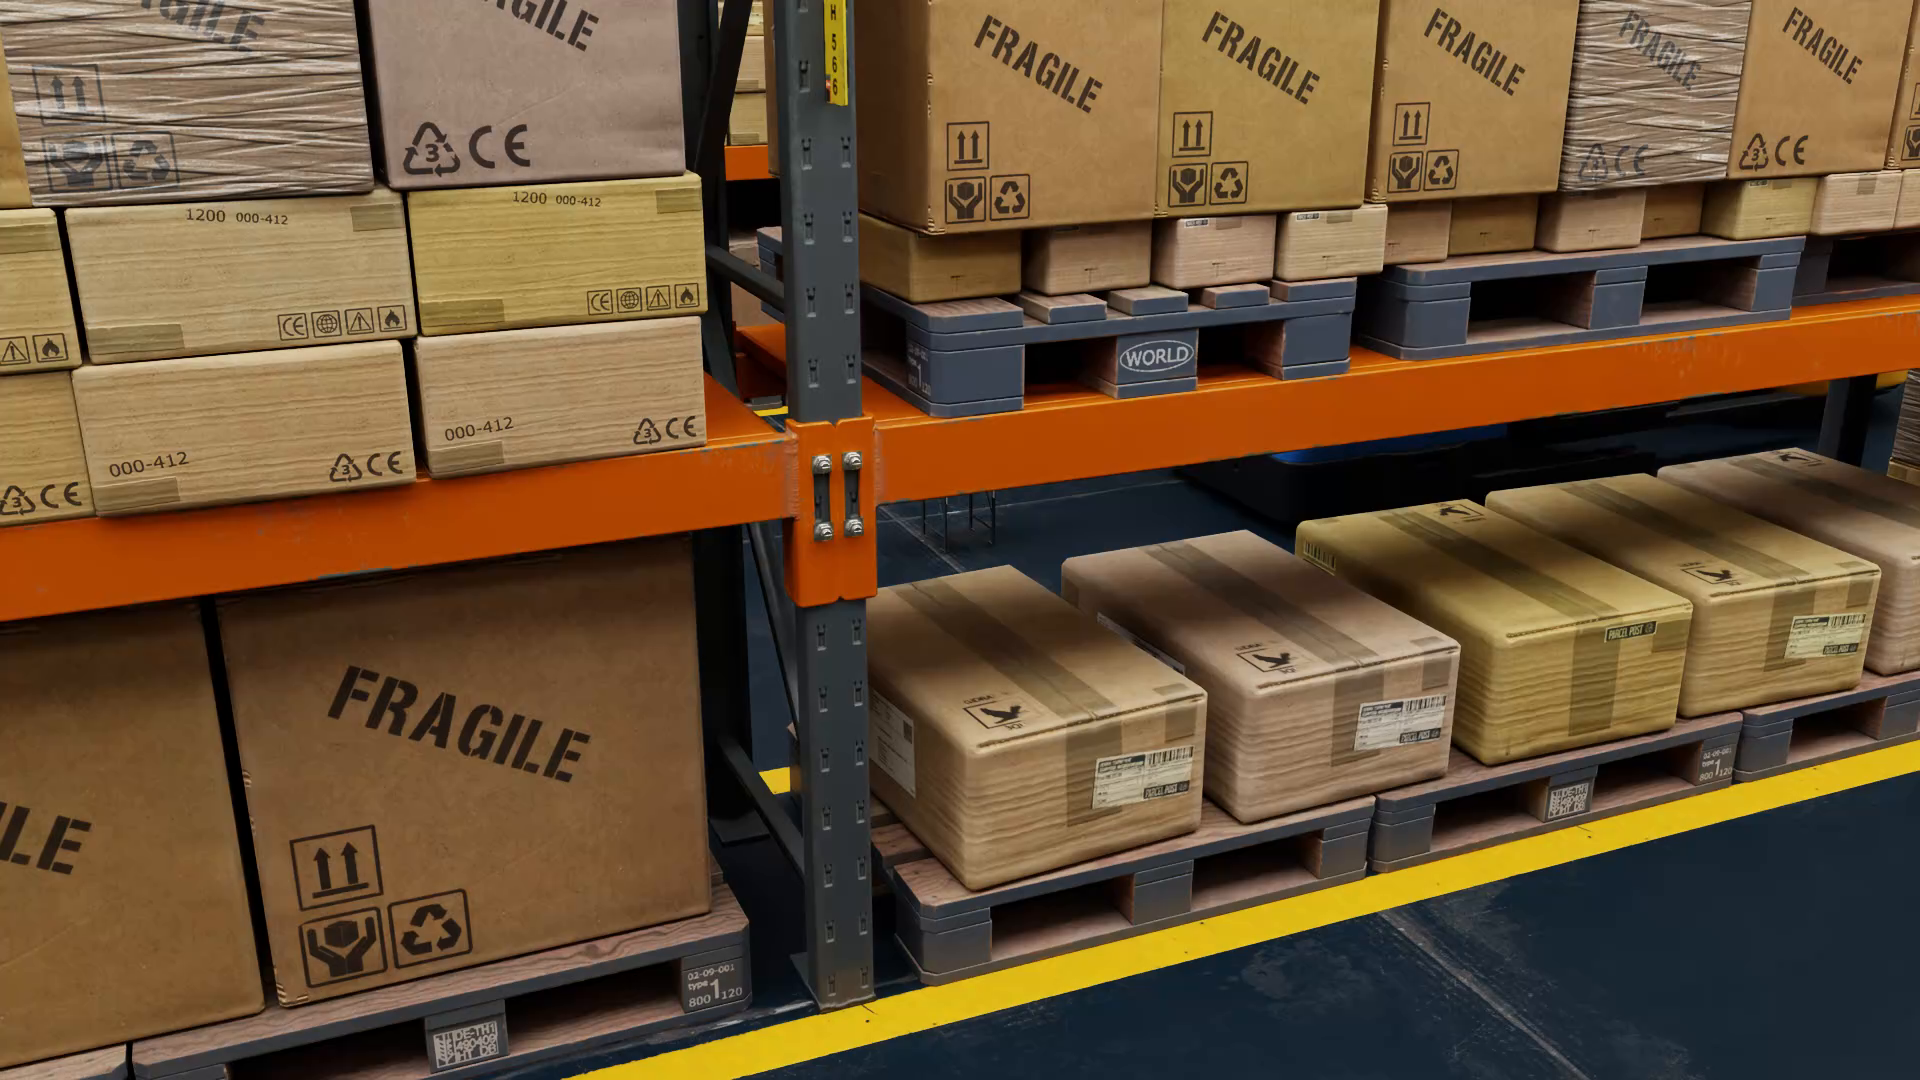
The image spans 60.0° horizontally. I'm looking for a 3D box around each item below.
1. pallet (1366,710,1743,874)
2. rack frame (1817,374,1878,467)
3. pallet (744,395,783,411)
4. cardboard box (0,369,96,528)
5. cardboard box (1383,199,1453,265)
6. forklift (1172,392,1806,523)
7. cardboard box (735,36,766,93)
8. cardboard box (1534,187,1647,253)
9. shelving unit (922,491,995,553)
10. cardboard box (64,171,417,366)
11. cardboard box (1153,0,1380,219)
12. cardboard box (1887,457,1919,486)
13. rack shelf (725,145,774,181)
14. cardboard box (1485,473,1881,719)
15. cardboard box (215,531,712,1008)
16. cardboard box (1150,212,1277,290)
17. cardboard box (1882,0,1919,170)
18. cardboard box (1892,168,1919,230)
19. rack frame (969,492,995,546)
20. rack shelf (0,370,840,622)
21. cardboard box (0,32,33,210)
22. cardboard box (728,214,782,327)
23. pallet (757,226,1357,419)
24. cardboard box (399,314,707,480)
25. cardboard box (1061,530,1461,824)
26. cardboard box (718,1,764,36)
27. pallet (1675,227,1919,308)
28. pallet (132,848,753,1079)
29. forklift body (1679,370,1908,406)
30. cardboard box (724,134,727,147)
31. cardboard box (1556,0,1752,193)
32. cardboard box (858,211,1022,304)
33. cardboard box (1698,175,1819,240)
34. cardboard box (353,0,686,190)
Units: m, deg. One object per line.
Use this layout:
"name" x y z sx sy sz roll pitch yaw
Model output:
"pallet" 1.396 0.507 4.765 1.213 0.211 1.003 -8 21 -22
"rack frame" 3.232 -1.073 5.054 0.127 3.000 1.000 -8 21 -22
"pallet" -1.639 -0.841 8.594 1.213 0.211 1.003 -8 21 -22
"cardboard box" -1.734 -0.197 2.792 0.500 0.250 0.500 -8 21 -22
"cardboard box" 0.925 -0.747 3.873 0.250 0.149 0.380 -7 21 -19
"forklift" 2.435 -1.735 7.036 3.031 2.935 1.130 -9 21 -23
"cardboard box" -0.958 -2.338 8.119 0.500 0.250 0.500 -9 21 -23
"cardboard box" 1.435 -0.810 4.053 0.250 0.149 0.380 -7 21 -20
"shelving unit" -0.007 -0.423 6.370 0.210 0.900 0.258 -8 21 -22
"cardboard box" -1.254 -0.502 2.905 0.500 0.250 0.500 -9 21 -23
"cardboard box" 0.540 -0.992 3.592 0.500 0.500 0.500 -7 21 -19
"cardboard box" 3.669 -0.134 5.894 0.500 0.250 0.500 -7 21 -19
"rack shelf" -0.574 -1.984 8.723 4.000 0.370 1.077 -8 21 -22
"cardboard box" 2.093 0.134 4.951 0.625 0.372 0.950 -7 21 -19
"cardboard box" -1.108 0.323 3.656 0.875 0.875 0.875 -8 21 -22
"cardboard box" 0.474 -0.662 3.630 0.250 0.149 0.380 -10 22 -25
"cardboard box" 2.444 -1.262 4.360 0.500 0.500 0.500 -8 21 -22
"cardboard box" 2.397 -0.927 4.384 0.250 0.149 0.380 -9 21 -23
"rack frame" 0.086 -0.437 6.408 0.006 0.900 0.240 -8 21 -22
"rack shelf" -2.277 0.055 2.931 4.000 0.370 1.077 -8 21 -22
"cardboard box" -1.738 -0.785 2.578 0.500 0.500 0.500 -8 21 -22
"cardboard box" -1.235 -1.304 8.653 0.625 0.625 0.875 -7 21 -20
"pallet" 0.172 -0.583 3.949 1.003 0.211 1.213 -8 21 -22
"cardboard box" -0.802 -0.331 3.170 0.500 0.250 0.500 -9 21 -24
"cardboard box" 0.757 0.324 4.411 0.625 0.372 0.950 -9 21 -23
"cardboard box" -1.077 -2.523 8.044 0.250 0.149 0.380 -8 21 -21
"pallet" 2.473 -0.927 4.926 1.213 0.211 1.003 -8 21 -22
"pallet" -1.194 0.849 3.793 1.213 0.211 1.003 -8 21 -22
"forklift body" 3.917 -1.906 8.698 1.214 2.155 2.313 -8 21 -22
"cardboard box" -1.442 -2.038 8.019 0.500 0.250 0.500 -9 21 -23
"cardboard box" 1.487 -1.127 3.976 0.500 0.500 0.500 -9 21 -24
"cardboard box" -0.069 -0.613 3.491 0.250 0.149 0.380 -9 22 -25
"cardboard box" 1.927 -0.871 4.226 0.250 0.149 0.380 -8 21 -22
"cardboard box" -0.812 -0.918 2.957 0.500 0.500 0.500 -9 21 -23
